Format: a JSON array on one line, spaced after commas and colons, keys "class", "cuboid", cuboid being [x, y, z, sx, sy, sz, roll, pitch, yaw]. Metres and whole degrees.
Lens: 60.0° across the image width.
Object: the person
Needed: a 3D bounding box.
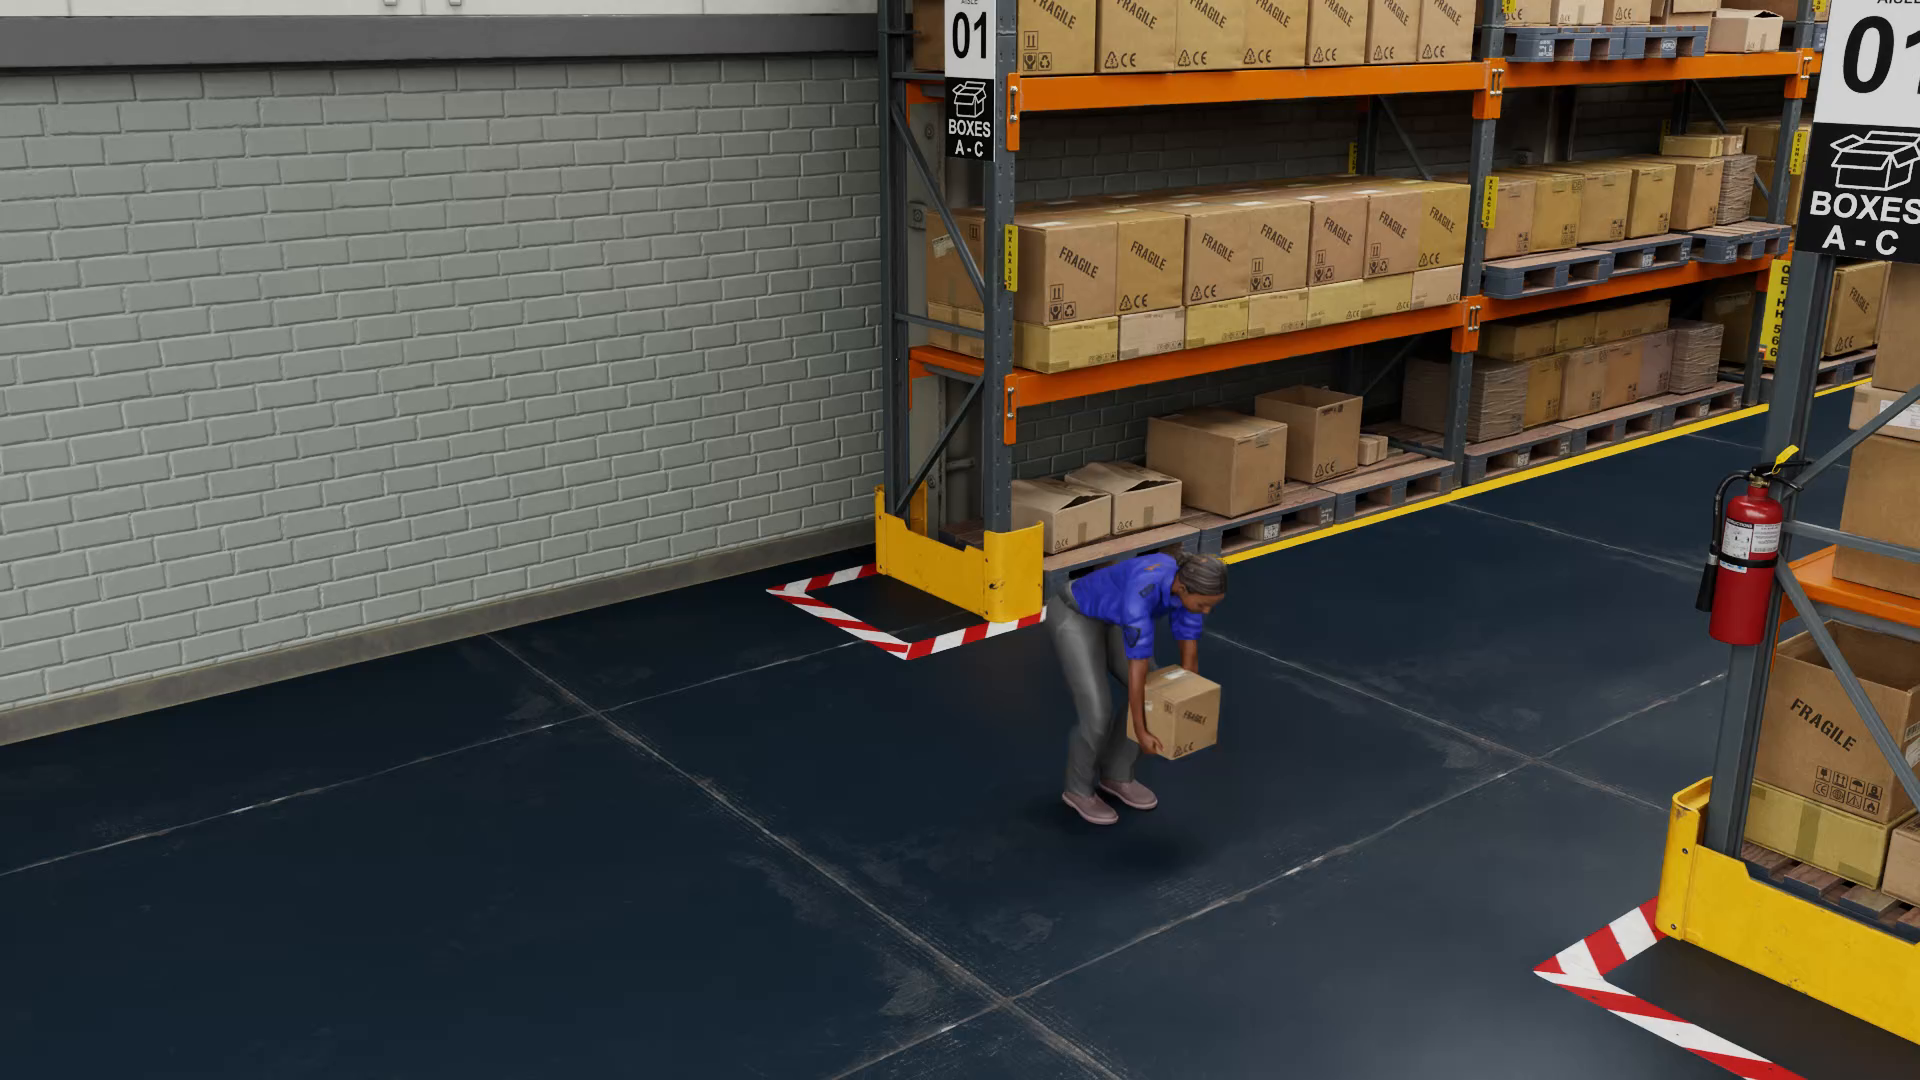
[{"class": "person", "cuboid": [0.698, 0.557, 6.591, 0.416, 1.196, 0.830, -15, 23, -38]}]
